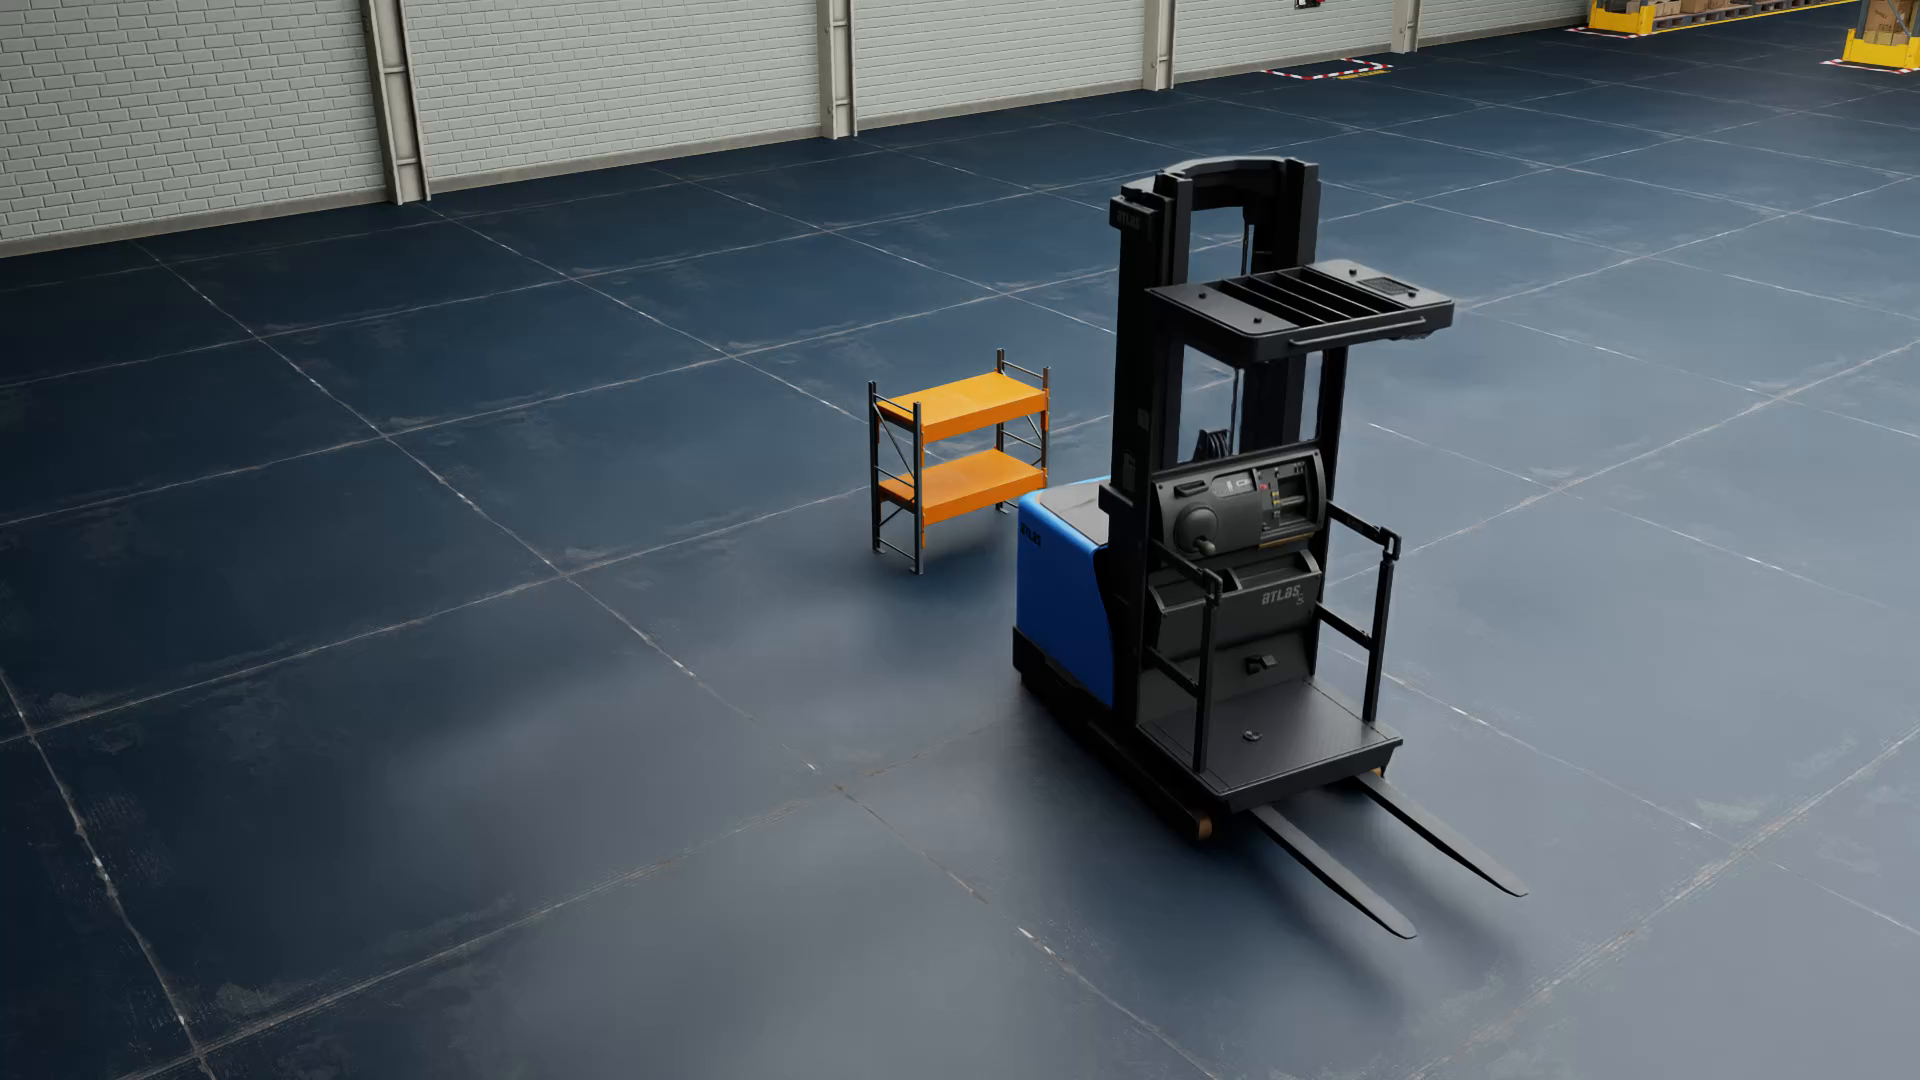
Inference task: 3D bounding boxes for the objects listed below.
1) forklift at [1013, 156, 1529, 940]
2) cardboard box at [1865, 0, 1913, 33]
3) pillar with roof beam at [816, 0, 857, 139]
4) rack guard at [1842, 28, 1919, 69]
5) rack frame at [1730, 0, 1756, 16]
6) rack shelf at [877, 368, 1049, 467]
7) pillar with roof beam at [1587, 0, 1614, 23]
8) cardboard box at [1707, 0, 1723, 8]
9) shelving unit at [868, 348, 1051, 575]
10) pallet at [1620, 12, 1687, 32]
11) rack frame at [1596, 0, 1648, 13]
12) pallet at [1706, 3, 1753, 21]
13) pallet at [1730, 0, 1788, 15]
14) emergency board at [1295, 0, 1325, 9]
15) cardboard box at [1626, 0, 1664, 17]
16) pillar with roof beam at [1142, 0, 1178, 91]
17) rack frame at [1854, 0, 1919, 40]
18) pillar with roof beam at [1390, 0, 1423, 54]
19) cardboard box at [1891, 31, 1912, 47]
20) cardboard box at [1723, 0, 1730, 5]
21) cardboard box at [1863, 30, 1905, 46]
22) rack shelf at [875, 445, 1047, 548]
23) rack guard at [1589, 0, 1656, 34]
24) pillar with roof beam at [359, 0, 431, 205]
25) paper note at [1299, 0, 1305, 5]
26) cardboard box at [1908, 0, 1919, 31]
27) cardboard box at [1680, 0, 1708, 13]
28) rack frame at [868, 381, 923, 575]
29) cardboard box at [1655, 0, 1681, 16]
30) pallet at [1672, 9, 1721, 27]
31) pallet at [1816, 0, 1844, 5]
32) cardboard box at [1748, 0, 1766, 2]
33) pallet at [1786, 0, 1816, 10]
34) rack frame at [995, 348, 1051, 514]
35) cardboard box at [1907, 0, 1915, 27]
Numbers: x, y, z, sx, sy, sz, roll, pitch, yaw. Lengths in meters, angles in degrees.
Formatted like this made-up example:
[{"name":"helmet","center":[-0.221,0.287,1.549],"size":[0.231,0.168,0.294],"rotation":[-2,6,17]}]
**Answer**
[{"name":"forklift","center":[1.412,-0.141,7.573],"size":[1.130,2.935,3.031],"rotation":[-12,28,-25]},{"name":"cardboard box","center":[15.805,-8.939,28.325],"size":[0.500,0.500,0.500],"rotation":[-18,31,-34]},{"name":"pillar with roof beam","center":[1.016,-8.146,17.612],"size":[0.400,9.000,9.100],"rotation":[-18,31,-34]},{"name":"rack guard","center":[15.548,-8.278,27.992],"size":[0.348,0.500,1.175],"rotation":[-18,31,-34]},{"name":"rack frame","center":[15.655,-12.097,33.252],"size":[0.127,3.000,1.000],"rotation":[-18,31,-34]},{"name":"rack shelf","center":[0.005,-0.777,10.394],"size":[1.000,0.278,0.538],"rotation":[-18,31,-34]},{"name":"pillar with roof beam","center":[15.181,-12.821,27.687],"size":[0.400,9.000,9.100],"rotation":[-18,31,-34]},{"name":"cardboard box","center":[14.863,-10.880,33.076],"size":[0.500,0.500,0.500],"rotation":[-21,32,-38]},{"name":"shelving unit","center":[0.005,-0.512,10.517],"size":[1.048,1.125,0.538],"rotation":[-18,31,-34]},{"name":"pallet","center":[13.228,-10.012,32.072],"size":[1.213,0.211,1.003],"rotation":[-18,31,-34]},{"name":"rack frame","center":[12.507,-11.058,31.013],"size":[0.127,3.000,1.000],"rotation":[-18,31,-34]},{"name":"pallet","center":[15.148,-10.646,33.438],"size":[1.213,0.211,1.003],"rotation":[-18,31,-34]},{"name":"pallet","center":[16.267,-11.035,34.276],"size":[1.213,0.211,1.003],"rotation":[-18,31,-34]},{"name":"emergency board","center":[5.835,-9.338,27.308],"size":[0.643,1.169,0.194],"rotation":[-18,31,-34]},{"name":"cardboard box","center":[13.107,-10.188,31.810],"size":[0.500,0.311,0.500],"rotation":[-23,33,-40]},{"name":"pillar with roof beam","center":[5.738,-9.704,20.970],"size":[0.400,9.000,9.100],"rotation":[-18,31,-34]},{"name":"rack frame","center":[15.567,-9.418,27.480],"size":[0.127,3.000,1.000],"rotation":[-18,31,-34]},{"name":"pillar with roof beam","center":[10.459,-11.263,24.329],"size":[0.400,9.000,9.100],"rotation":[-18,31,-34]},{"name":"cardboard box","center":[16.126,-8.427,28.111],"size":[0.500,0.250,0.500],"rotation":[-18,31,-34]},{"name":"cardboard box","center":[15.252,-10.862,33.435],"size":[0.380,0.166,0.250],"rotation":[22,33,39]},{"name":"cardboard box","center":[15.807,-8.598,28.481],"size":[0.500,0.250,0.500],"rotation":[-18,31,-34]},{"name":"rack shelf","center":[0.005,-0.290,10.620],"size":[1.000,0.278,0.538],"rotation":[-18,31,-34]},{"name":"rack guard","center":[12.567,-9.944,31.582],"size":[0.348,0.500,1.175],"rotation":[-18,31,-34]},{"name":"pillar with roof beam","center":[-3.705,-6.587,14.254],"size":[0.400,9.000,9.100],"rotation":[-18,31,-34]},{"name":"paper note","center":[5.653,-8.916,27.444],"size":[0.142,0.148,0.016],"rotation":[-18,31,-34]},{"name":"cardboard box","center":[16.518,-8.897,28.235],"size":[0.500,0.500,0.500],"rotation":[-18,31,-34]},{"name":"cardboard box","center":[14.164,-10.596,32.464],"size":[0.500,0.500,0.700],"rotation":[-21,32,-37]},{"name":"rack frame","center":[-0.395,-0.380,10.232],"size":[0.032,1.125,0.500],"rotation":[-18,31,-34]},{"name":"cardboard box","center":[13.556,-10.336,32.129],"size":[0.500,0.311,0.500],"rotation":[-15,29,-30]},{"name":"pallet","center":[14.187,-10.327,32.752],"size":[1.213,0.211,1.003],"rotation":[-18,31,-34]},{"name":"pallet","center":[18.187,-11.669,35.642],"size":[1.213,0.211,1.003],"rotation":[-18,31,-34]},{"name":"cardboard box","center":[16.224,-11.359,34.110],"size":[0.500,0.500,0.700],"rotation":[-17,30,-32]},{"name":"pallet","center":[17.227,-11.354,34.963],"size":[1.213,0.211,1.003],"rotation":[-18,31,-34]},{"name":"rack frame","center":[0.405,-0.644,10.802],"size":[0.032,1.125,0.500],"rotation":[-18,31,-34]},{"name":"cardboard box","center":[16.583,-9.204,28.895],"size":[0.500,0.500,0.500],"rotation":[-18,31,-34]}]
